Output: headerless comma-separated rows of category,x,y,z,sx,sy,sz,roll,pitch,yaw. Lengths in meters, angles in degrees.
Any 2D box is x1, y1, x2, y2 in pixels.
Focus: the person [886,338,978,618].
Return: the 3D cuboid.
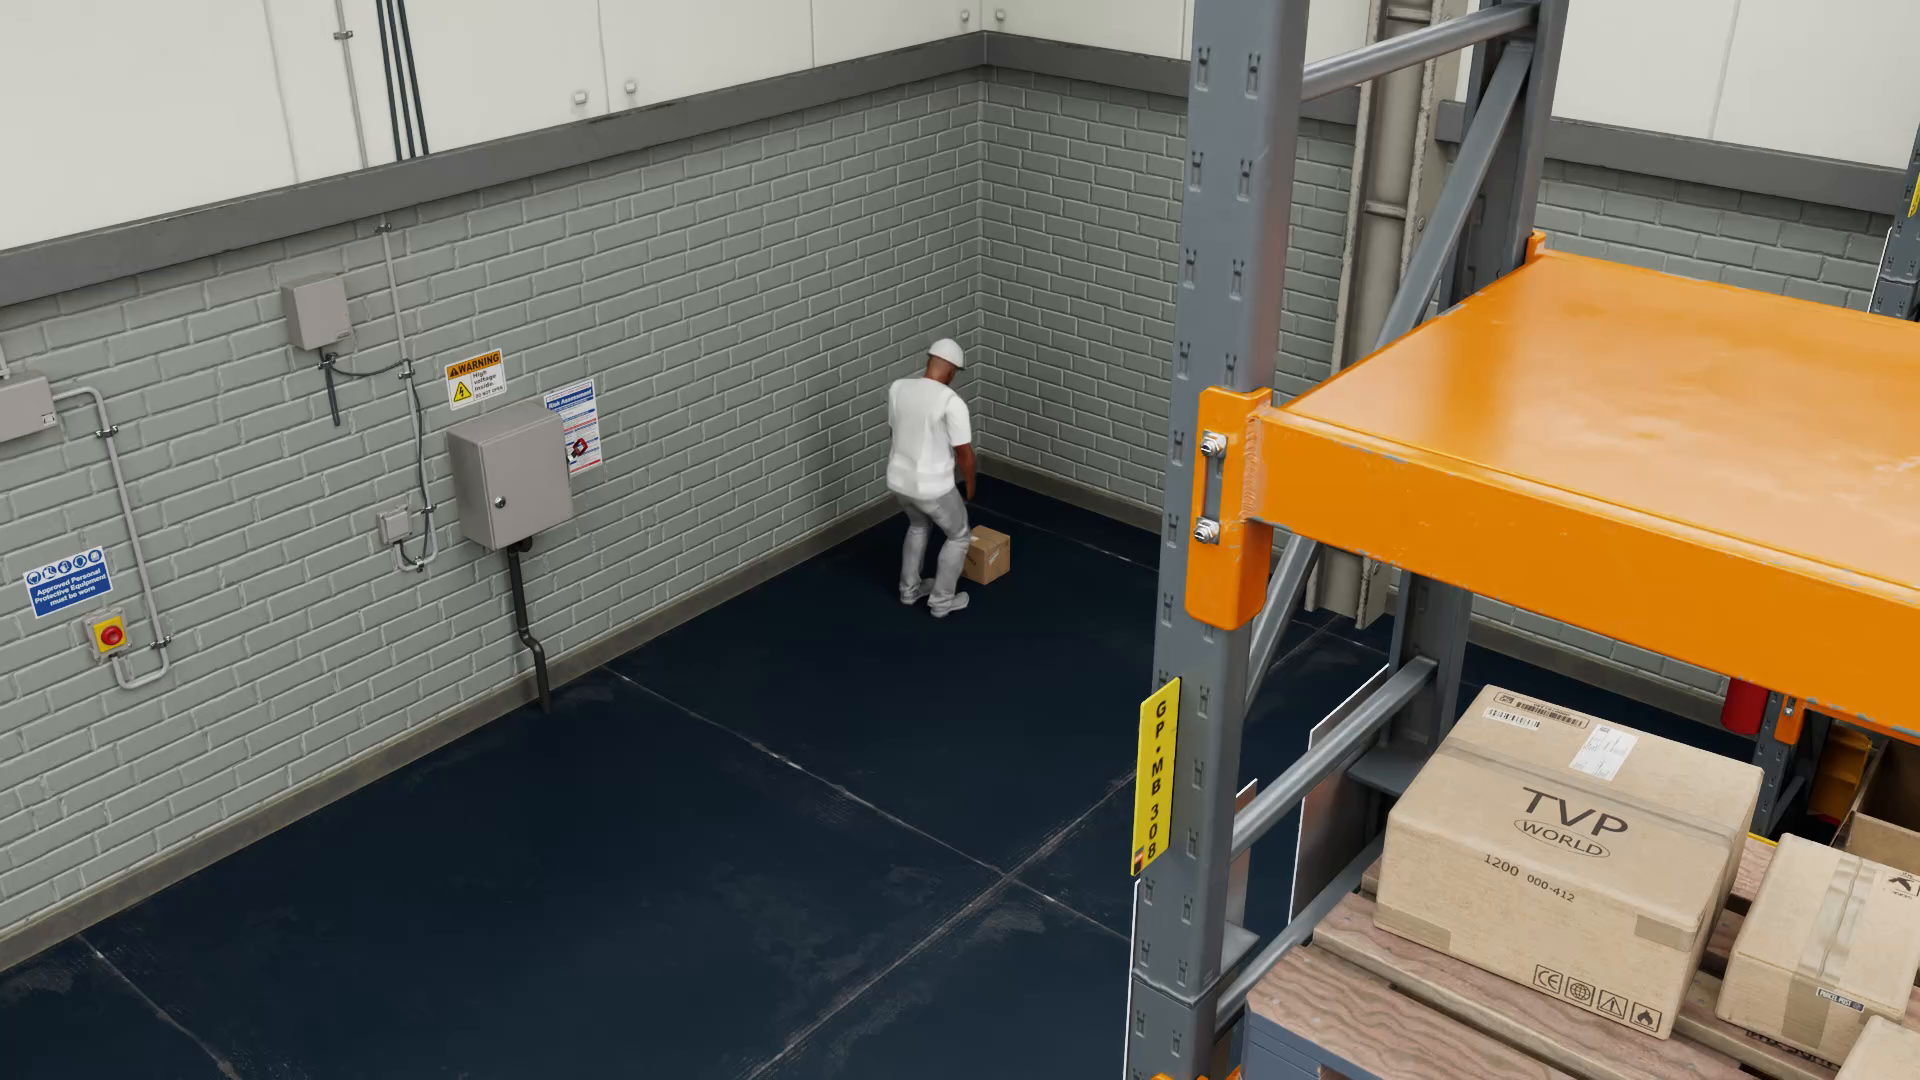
person,-0.176,-0.375,9.870,0.610,1.651,0.554,22,34,36
